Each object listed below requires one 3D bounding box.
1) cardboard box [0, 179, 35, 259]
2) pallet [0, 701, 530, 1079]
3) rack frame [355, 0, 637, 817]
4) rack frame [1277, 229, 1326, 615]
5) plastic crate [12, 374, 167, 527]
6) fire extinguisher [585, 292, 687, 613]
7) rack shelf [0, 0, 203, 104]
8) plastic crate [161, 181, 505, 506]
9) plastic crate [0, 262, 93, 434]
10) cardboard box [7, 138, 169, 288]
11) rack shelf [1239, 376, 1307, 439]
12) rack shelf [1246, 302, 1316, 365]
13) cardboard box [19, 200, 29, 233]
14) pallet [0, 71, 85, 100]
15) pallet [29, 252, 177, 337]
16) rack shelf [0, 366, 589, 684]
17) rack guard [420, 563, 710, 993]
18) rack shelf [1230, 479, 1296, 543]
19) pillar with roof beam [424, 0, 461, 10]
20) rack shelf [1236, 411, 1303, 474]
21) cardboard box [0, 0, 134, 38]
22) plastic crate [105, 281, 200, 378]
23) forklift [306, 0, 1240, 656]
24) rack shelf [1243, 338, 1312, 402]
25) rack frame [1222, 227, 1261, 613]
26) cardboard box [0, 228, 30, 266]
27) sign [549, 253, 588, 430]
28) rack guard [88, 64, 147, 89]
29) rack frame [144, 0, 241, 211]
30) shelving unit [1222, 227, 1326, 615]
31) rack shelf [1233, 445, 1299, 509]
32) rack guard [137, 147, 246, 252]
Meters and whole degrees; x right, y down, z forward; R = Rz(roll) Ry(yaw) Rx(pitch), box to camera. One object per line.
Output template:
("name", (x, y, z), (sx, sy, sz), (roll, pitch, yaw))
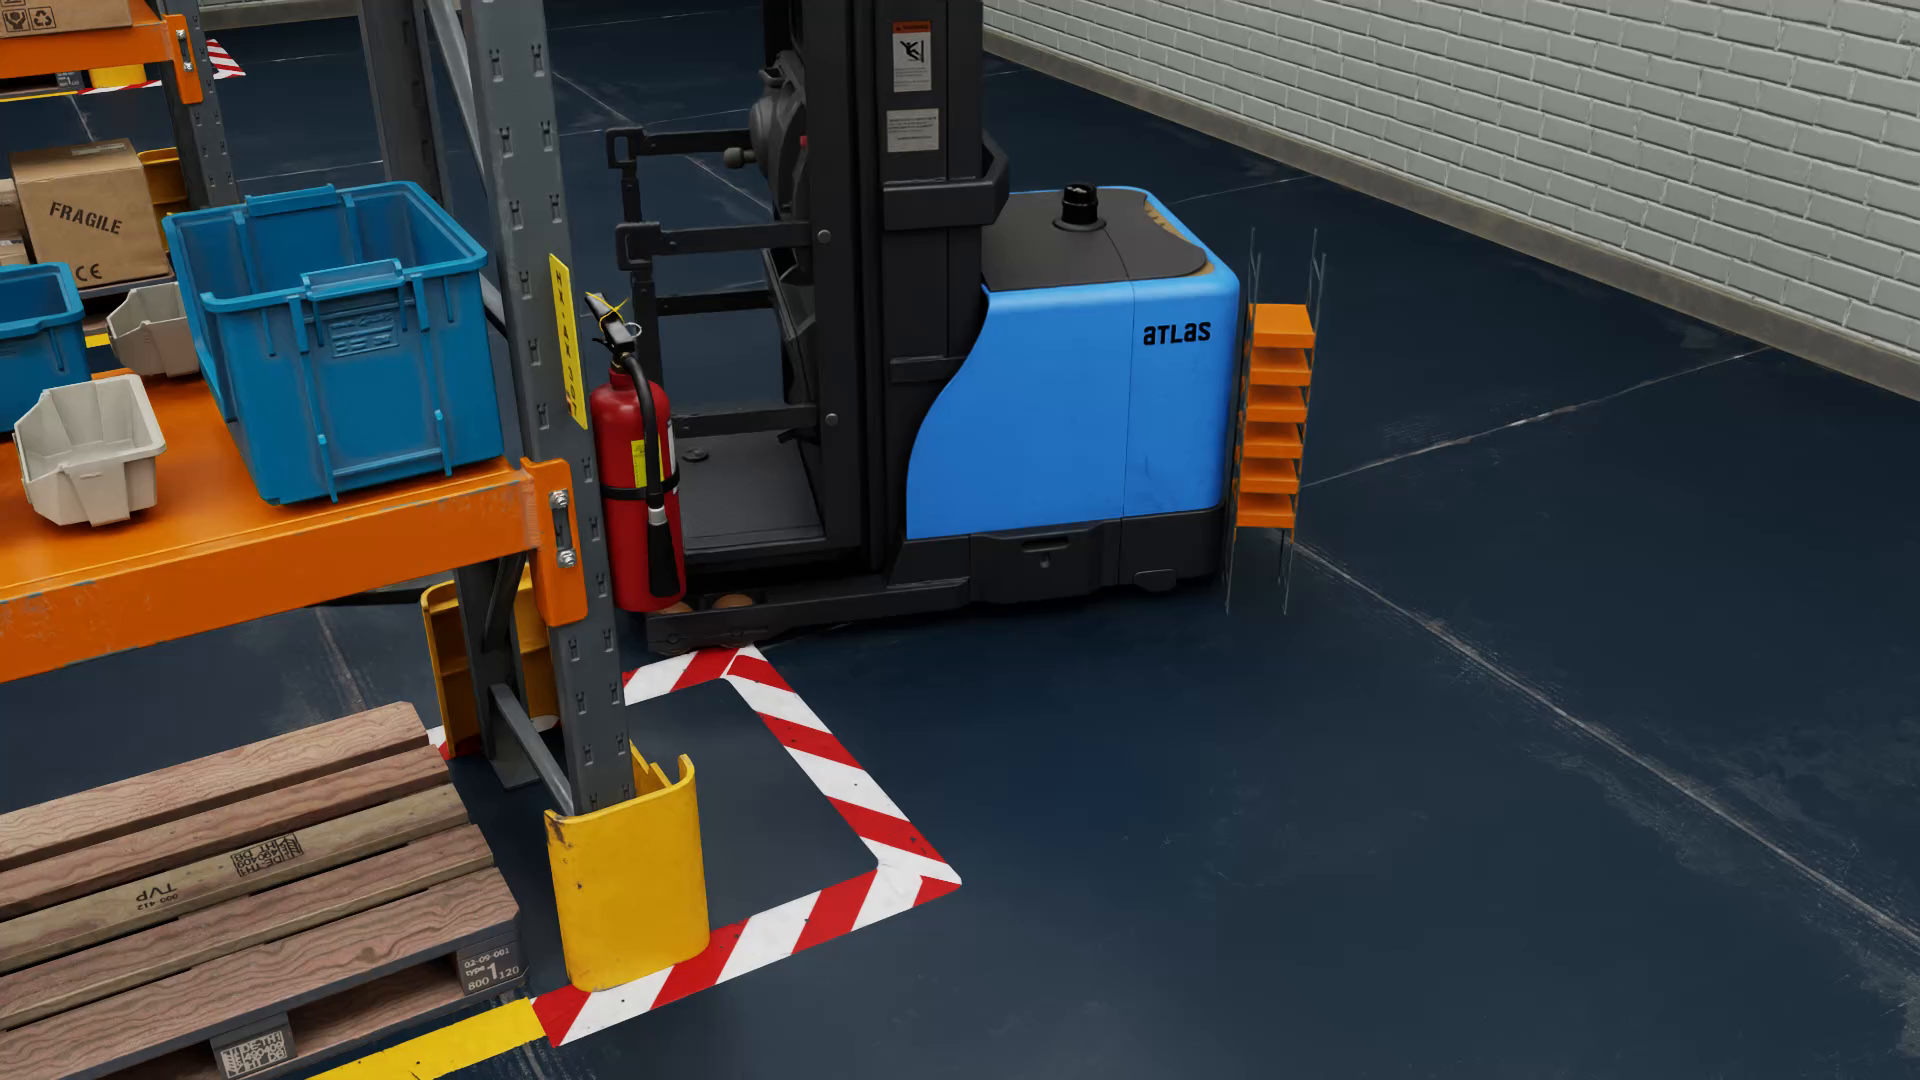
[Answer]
("cardboard box", (-4.585, -1.443, 7.652), (0.500, 0.250, 0.500), (-16, 33, -26))
("pallet", (-1.766, 0.879, 3.939), (1.213, 0.211, 1.003), (-16, 33, -26))
("rack frame", (-1.035, -0.528, 3.602), (0.127, 3.000, 1.000), (-16, 33, -26))
("rack frame", (1.048, -0.343, 5.130), (0.006, 1.200, 0.240), (2, 29, 4))
("plastic crate", (-1.647, -0.163, 3.153), (0.243, 0.136, 0.396), (-16, 33, -26))
("fire extinguisher", (-0.675, -0.178, 3.434), (0.183, 0.674, 0.296), (-16, 33, -26))
("rack shelf", (-5.266, -1.788, 6.629), (4.000, 0.370, 1.077), (-16, 33, -26))
("plastic crate", (-1.229, -0.410, 3.289), (0.499, 0.435, 0.616), (-16, 33, -26))
("plastic crate", (-1.983, -0.396, 3.475), (0.300, 0.233, 0.416), (-16, 33, -26))
("cardboard box", (-3.886, -1.455, 7.413), (0.500, 0.500, 0.500), (-16, 33, -26))
("rack shelf", (0.957, -0.413, 5.099), (0.180, 0.103, 0.258), (2, 29, 4))
("rack shelf", (0.957, -0.623, 4.983), (0.180, 0.103, 0.258), (2, 29, 4))
("cardboard box", (-4.292, -1.524, 7.883), (0.250, 0.166, 0.380), (-16, 33, -26))
("pallet", (-6.704, -3.205, 11.340), (1.213, 0.211, 1.003), (-16, 33, -26))
("pallet", (-4.294, -1.157, 7.628), (1.213, 0.211, 1.003), (-16, 33, -26))
("rack shelf", (-2.760, 0.277, 2.888), (4.000, 0.370, 1.077), (-16, 33, -26))
("rack guard", (-1.021, 0.555, 4.226), (0.348, 0.500, 1.175), (-16, 33, -26))
("rack shelf", (0.956, -0.097, 5.273), (0.180, 0.103, 0.258), (2, 29, 4))
("pillar with roof beam", (-1.984, -6.509, 8.231), (0.400, 9.000, 9.100), (-16, 33, -26))
("rack shelf", (0.956, -0.308, 5.157), (0.180, 0.103, 0.258), (2, 29, 4))
("cardboard box", (-3.790, -2.413, 6.914), (0.500, 0.500, 0.500), (-15, 32, -25))
("plastic crate", (-1.734, -0.471, 3.710), (0.298, 0.136, 0.250), (-16, 33, -26))
("forklift", (-0.713, -1.207, 4.903), (3.031, 2.935, 1.130), (-6, 29, -11))
("rack shelf", (0.957, -0.518, 5.041), (0.180, 0.103, 0.258), (2, 29, 4))
("rack frame", (0.865, -0.350, 5.142), (0.006, 1.200, 0.240), (2, 29, 4))
("cardboard box", (-4.280, -1.247, 7.382), (0.250, 0.166, 0.380), (-16, 33, -26))
("sign", (-0.743, -0.374, 3.154), (0.005, 0.325, 0.100), (-16, 33, -26))
("rack guard", (-6.034, -3.566, 11.695), (0.348, 0.500, 1.175), (-16, 33, -26))
("rack frame", (-3.542, -2.592, 7.342), (0.127, 3.000, 1.000), (-16, 33, -26))
("shelving unit", (0.957, -0.346, 5.136), (0.189, 1.200, 0.258), (2, 29, 4))
("rack shelf", (0.956, -0.202, 5.215), (0.180, 0.103, 0.258), (2, 29, 4))
("rack guard", (-3.607, -1.479, 7.913), (0.348, 0.500, 1.175), (-16, 33, -26))
